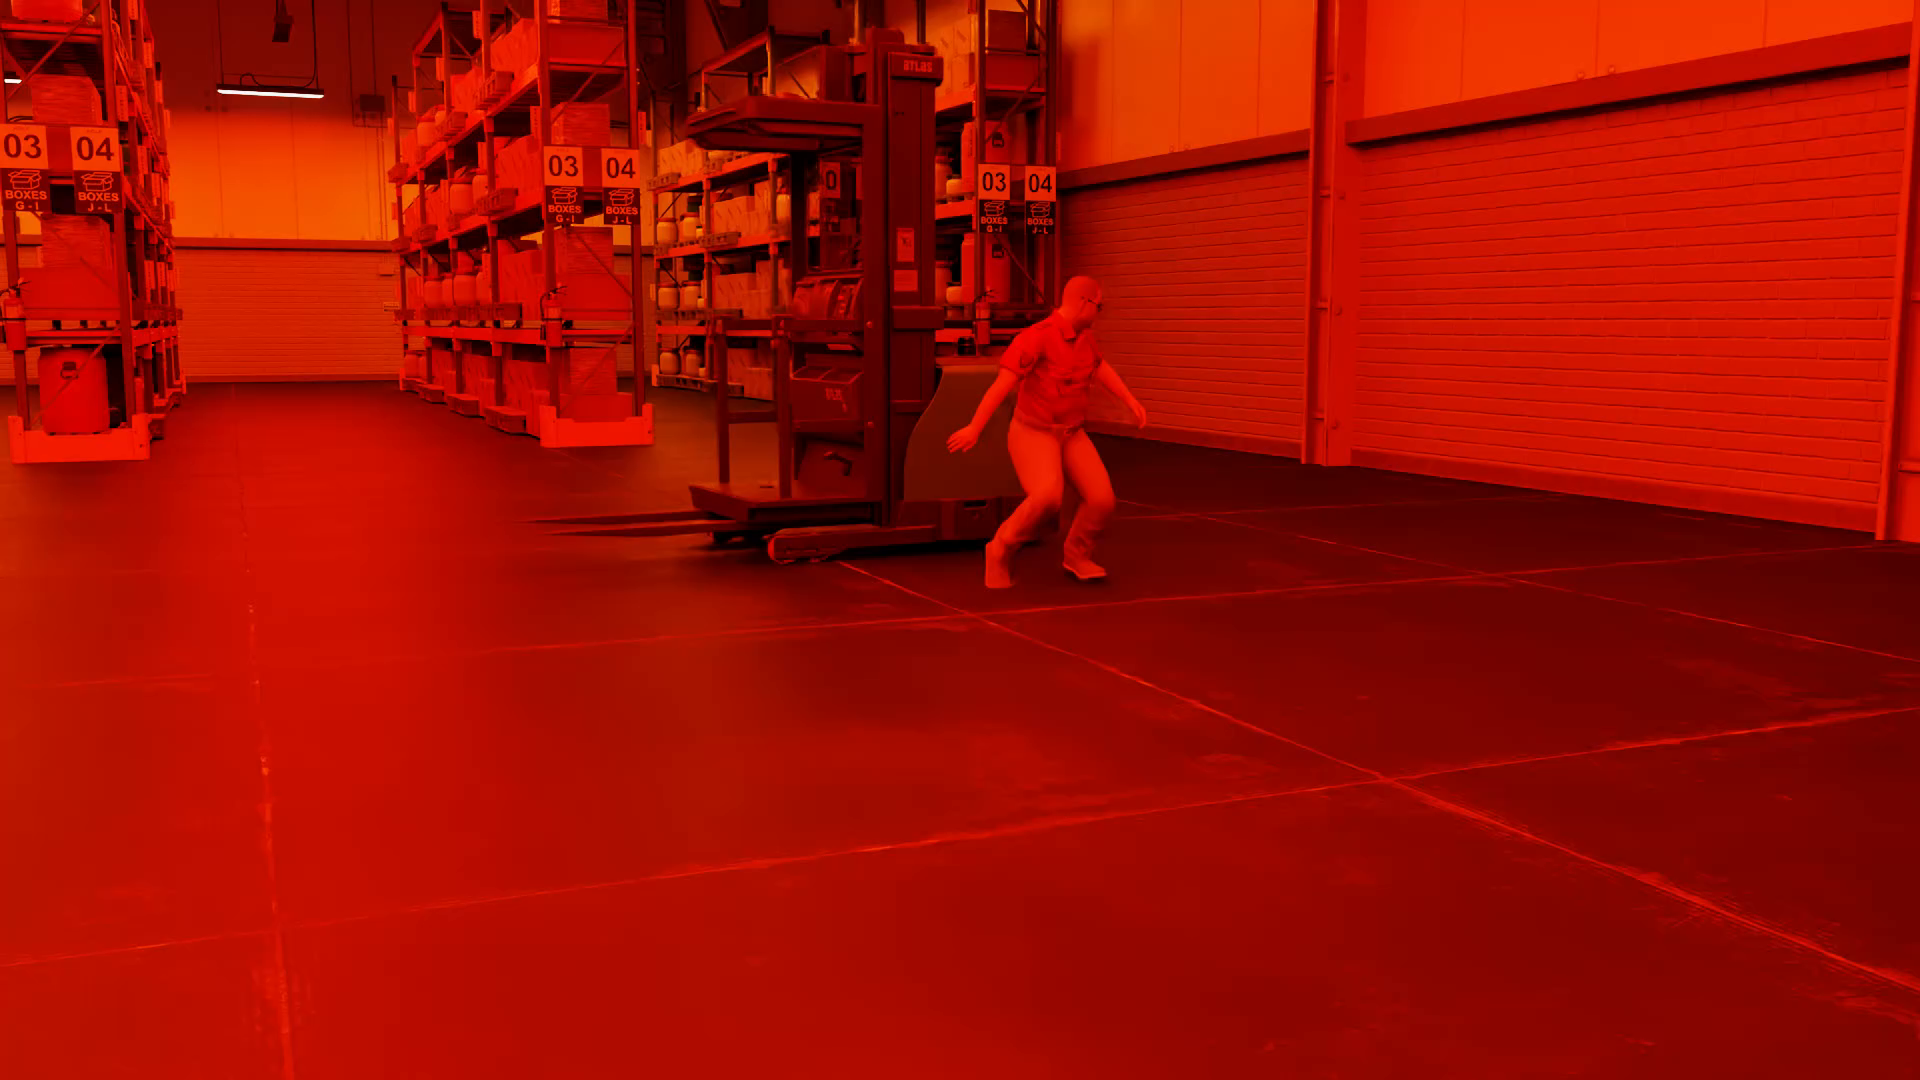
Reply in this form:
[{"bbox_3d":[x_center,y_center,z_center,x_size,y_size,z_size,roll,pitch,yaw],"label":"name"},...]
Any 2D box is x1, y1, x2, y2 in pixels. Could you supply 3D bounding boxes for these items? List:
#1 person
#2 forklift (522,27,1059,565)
[{"bbox_3d":[0.439,-0.495,8.307,1.003,1.629,0.503,-6,10,-41],"label":"person"},{"bbox_3d":[-0.953,-1.397,9.533,3.031,2.935,1.130,-4,8,-27],"label":"forklift"}]
